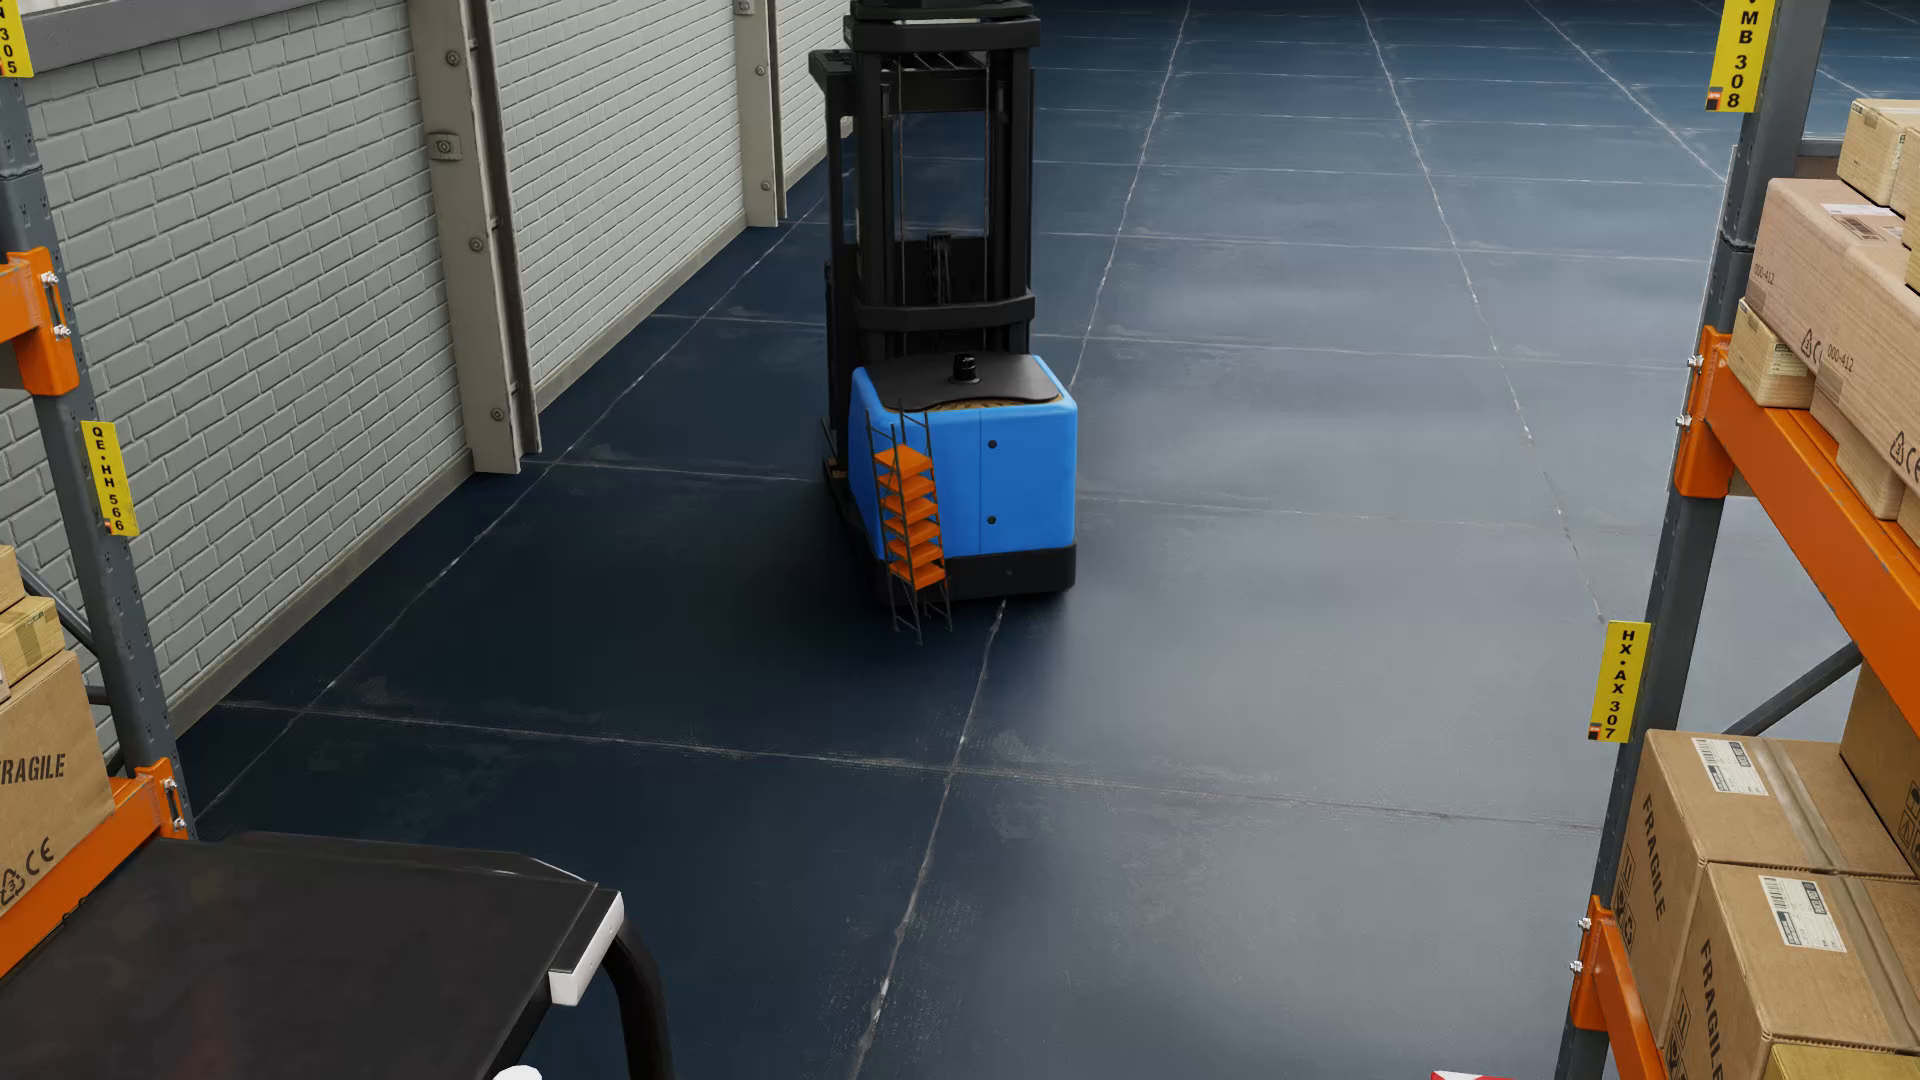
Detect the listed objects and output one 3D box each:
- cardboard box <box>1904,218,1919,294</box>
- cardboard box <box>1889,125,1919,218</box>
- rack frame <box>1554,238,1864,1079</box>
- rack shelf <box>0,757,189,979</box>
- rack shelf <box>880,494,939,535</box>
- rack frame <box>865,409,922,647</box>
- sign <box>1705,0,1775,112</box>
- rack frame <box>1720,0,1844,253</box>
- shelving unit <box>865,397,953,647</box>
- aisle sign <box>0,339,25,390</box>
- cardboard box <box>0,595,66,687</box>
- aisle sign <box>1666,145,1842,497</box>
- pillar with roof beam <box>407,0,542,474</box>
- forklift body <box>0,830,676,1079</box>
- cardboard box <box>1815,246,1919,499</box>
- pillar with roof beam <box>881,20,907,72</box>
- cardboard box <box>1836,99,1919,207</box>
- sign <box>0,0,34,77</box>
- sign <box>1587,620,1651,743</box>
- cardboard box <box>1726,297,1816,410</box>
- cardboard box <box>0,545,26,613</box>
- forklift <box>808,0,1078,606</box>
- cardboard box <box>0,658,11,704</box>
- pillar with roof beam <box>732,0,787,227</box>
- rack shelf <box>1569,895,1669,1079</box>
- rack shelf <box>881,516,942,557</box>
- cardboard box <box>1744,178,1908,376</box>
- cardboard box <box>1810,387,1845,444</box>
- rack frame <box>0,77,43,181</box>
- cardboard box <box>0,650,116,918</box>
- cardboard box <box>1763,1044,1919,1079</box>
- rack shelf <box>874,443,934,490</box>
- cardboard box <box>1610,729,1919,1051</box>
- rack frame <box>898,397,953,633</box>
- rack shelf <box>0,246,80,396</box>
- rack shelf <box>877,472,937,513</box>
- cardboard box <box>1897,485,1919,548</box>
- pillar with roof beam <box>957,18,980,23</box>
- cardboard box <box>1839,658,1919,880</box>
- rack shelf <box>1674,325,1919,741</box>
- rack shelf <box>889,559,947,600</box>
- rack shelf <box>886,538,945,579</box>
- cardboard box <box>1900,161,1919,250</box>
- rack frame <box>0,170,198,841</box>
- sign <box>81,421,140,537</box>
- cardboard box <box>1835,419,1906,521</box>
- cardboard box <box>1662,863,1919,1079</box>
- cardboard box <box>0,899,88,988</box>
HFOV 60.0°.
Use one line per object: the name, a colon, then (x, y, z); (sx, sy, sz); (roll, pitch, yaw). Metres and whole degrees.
cardboard box: (1.608, -0.395, 2.373); (0.380, 0.149, 0.250); (4, 25, 8)
cardboard box: (1.824, -0.595, 2.800); (0.380, 0.149, 0.250); (4, 25, 8)
rack frame: (2.109, 0.770, 4.067); (1.000, 3.000, 0.127); (4, 25, 9)
rack shelf: (-3.116, 1.590, 3.164); (1.077, 0.370, 4.000); (4, 25, 9)
rack shelf: (-0.246, -0.141, 7.940); (0.180, 0.103, 0.258); (-23, 33, -28)
rack frame: (-0.313, -0.043, 7.934); (0.006, 1.200, 0.240); (-23, 33, -28)
sign: (1.573, -1.022, 3.326); (0.100, 0.325, 0.005); (4, 25, 9)
rack frame: (2.109, -1.947, 2.795); (1.000, 3.000, 0.127); (4, 25, 9)
shelving unit: (-0.239, -0.075, 7.977); (0.189, 1.200, 0.258); (-23, 33, -28)
aisle sign: (-2.488, -0.757, 4.262); (0.394, 0.787, 0.004); (4, 25, 9)
cardboard box: (-2.569, 0.253, 4.288); (0.380, 0.149, 0.250); (4, 25, 9)
aisle sign: (1.813, -0.455, 3.617); (0.394, 0.787, 0.004); (4, 25, 9)
pillar with roof beam: (1.436, -4.272, 7.762); (9.100, 9.000, 0.400); (4, 25, 9)
forklift body: (-1.299, 1.731, 3.014); (2.313, 2.155, 1.214); (4, 25, 9)
cardboard box: (1.672, -0.254, 2.541); (0.500, 0.250, 0.500); (4, 25, 8)
pillar with roof beam: (3.397, -9.291, 18.484); (9.100, 9.000, 0.400); (4, 25, 9)
cardboard box: (1.849, -0.702, 3.028); (0.380, 0.149, 0.250); (4, 25, 8)
sign: (-2.256, -1.253, 3.899); (0.100, 0.325, 0.005); (4, 25, 9)
sign: (1.573, 0.340, 3.964); (0.100, 0.325, 0.005); (4, 25, 9)
cardboard box: (1.734, -0.359, 3.236); (0.380, 0.149, 0.250); (4, 25, 9)
cardboard box: (-2.639, 0.118, 4.225); (0.380, 0.149, 0.250); (4, 25, 9)
forklift: (-0.208, -1.595, 9.200); (1.130, 2.935, 3.031); (-5, 26, -11)
cardboard box: (-2.582, 0.362, 4.056); (0.380, 0.149, 0.250); (4, 25, 9)
pillar with roof beam: (2.416, -6.781, 13.123); (9.100, 9.000, 0.400); (4, 25, 9)
rack shelf: (1.782, 1.932, 2.432); (1.077, 0.370, 4.000); (4, 25, 9)
rack shelf: (-0.235, -0.036, 7.998); (0.180, 0.103, 0.258); (-23, 33, -28)
cardboard box: (1.764, -0.464, 2.990); (0.500, 0.250, 0.500); (4, 25, 8)
cardboard box: (1.780, -0.243, 2.988); (0.380, 0.149, 0.250); (3, 25, 7)
rack frame: (-2.789, -2.290, 3.527); (1.000, 3.000, 0.127); (4, 25, 9)
cardboard box: (-2.610, 0.606, 4.299); (0.500, 0.500, 0.500); (3, 25, 7)
cardboard box: (1.594, 1.199, 2.682); (0.500, 0.500, 0.500); (4, 25, 7)
rack shelf: (-0.269, -0.350, 7.825); (0.180, 0.103, 0.258); (-23, 33, -28)
cardboard box: (1.758, 0.769, 3.601); (0.500, 0.500, 0.500); (4, 25, 8)
rack frame: (-0.165, -0.107, 8.020); (0.006, 1.200, 0.240); (-23, 33, -28)
rack shelf: (-3.116, 0.231, 2.528); (1.077, 0.370, 4.000); (4, 25, 9)
rack shelf: (-0.258, -0.245, 7.883); (0.180, 0.103, 0.258); (-23, 33, -28)
cardboard box: (1.686, -0.029, 2.532); (0.380, 0.149, 0.250); (4, 25, 8)
pillar with roof beam: (4.378, -11.800, 23.845); (9.100, 9.000, 0.400); (4, 25, 9)
cardboard box: (2.241, 0.366, 3.282); (0.700, 0.500, 0.500); (3, 25, 7)
rack shelf: (1.782, 0.574, 1.797); (1.077, 0.370, 4.000); (4, 25, 9)
rack shelf: (-0.212, 0.173, 8.114); (0.180, 0.103, 0.258); (-23, 33, -28)
rack shelf: (-0.223, 0.068, 8.056); (0.180, 0.103, 0.258); (-23, 33, -28)
cardboard box: (1.722, -0.495, 2.586); (0.380, 0.149, 0.250); (4, 25, 8)
rack frame: (-2.789, 0.428, 4.798); (1.000, 3.000, 0.127); (4, 25, 9)
sign: (-2.256, -0.161, 4.410); (0.100, 0.325, 0.005); (4, 25, 9)
cardboard box: (1.703, -0.134, 2.756); (0.380, 0.149, 0.250); (5, 25, 10)
cardboard box: (1.676, 0.986, 3.137); (0.500, 0.500, 0.500); (5, 26, 10)
cardboard box: (-2.556, 1.244, 4.623); (0.500, 0.250, 0.500); (5, 26, 10)
